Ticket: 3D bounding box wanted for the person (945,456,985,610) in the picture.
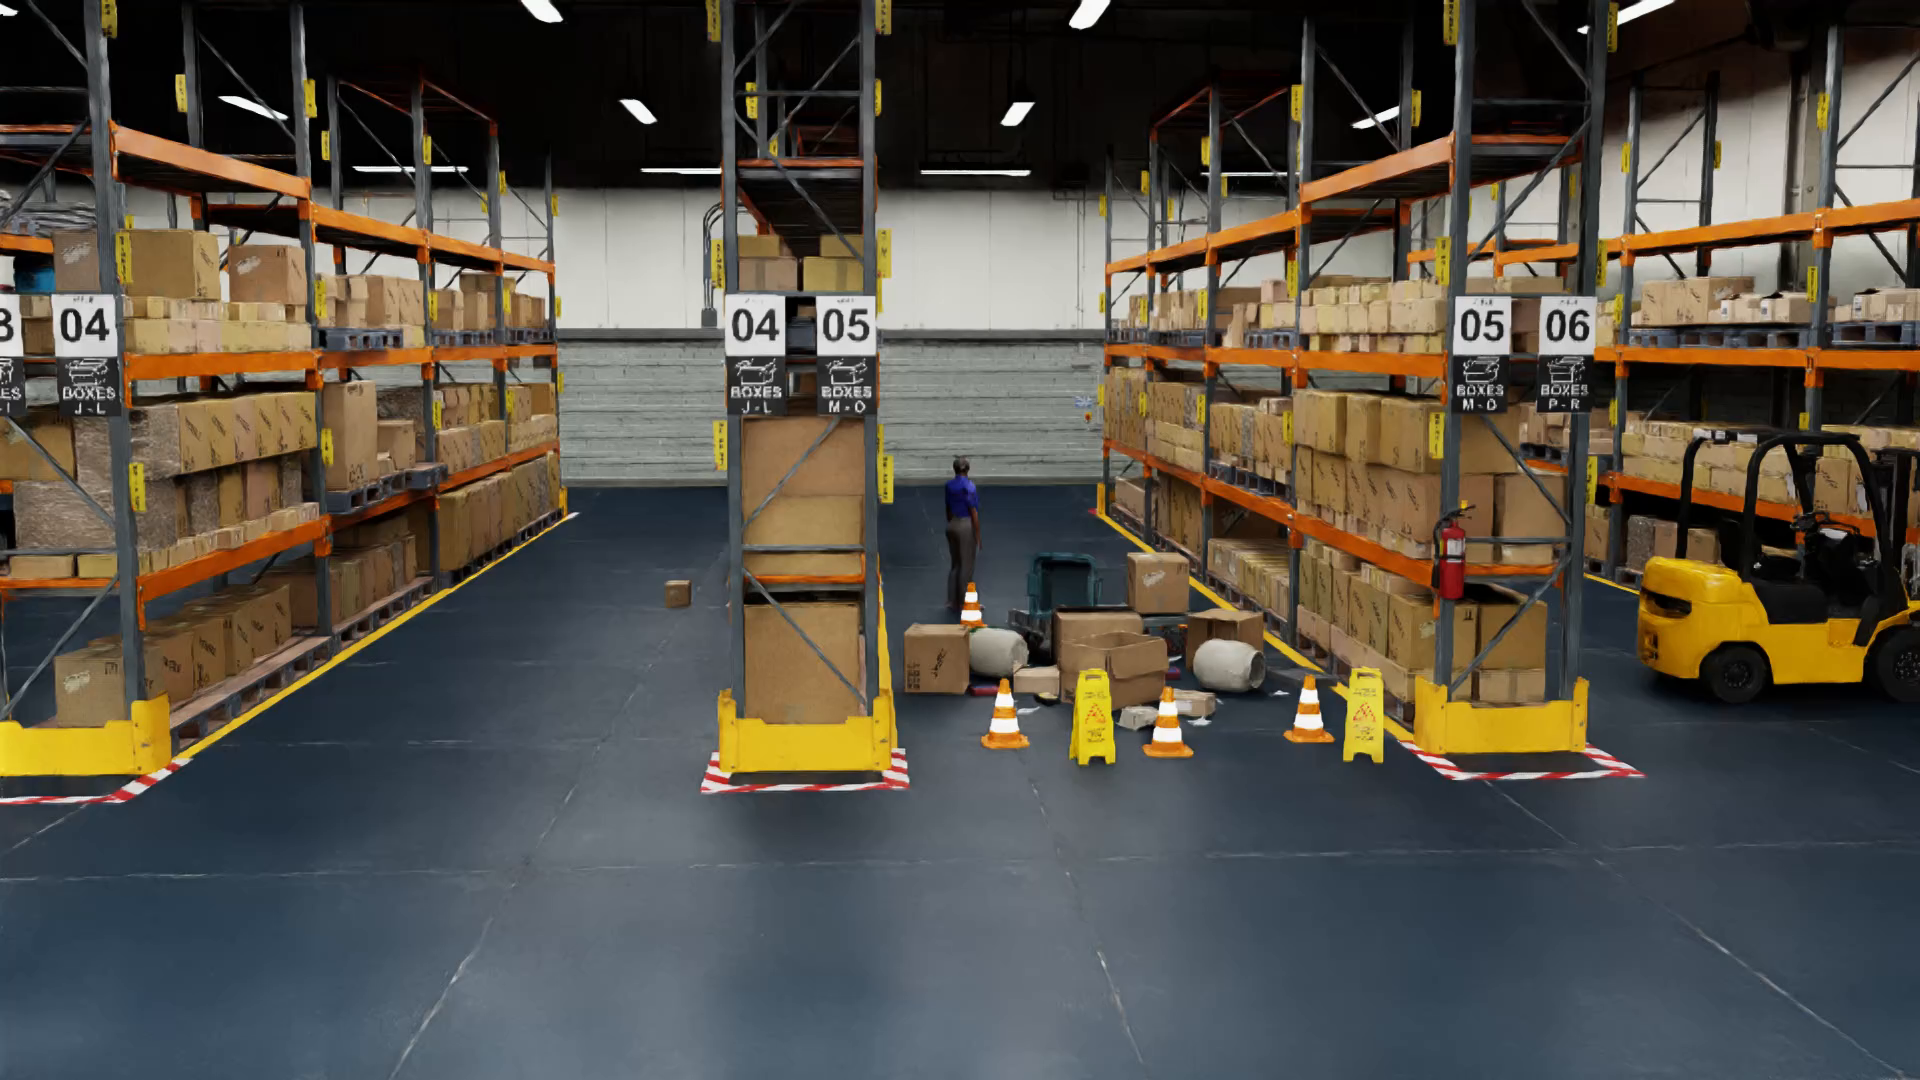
[{"bbox_3d":[0.027,-0.049,17.808,0.351,1.704,0.540,-5,8,-34],"label":"person"}]
